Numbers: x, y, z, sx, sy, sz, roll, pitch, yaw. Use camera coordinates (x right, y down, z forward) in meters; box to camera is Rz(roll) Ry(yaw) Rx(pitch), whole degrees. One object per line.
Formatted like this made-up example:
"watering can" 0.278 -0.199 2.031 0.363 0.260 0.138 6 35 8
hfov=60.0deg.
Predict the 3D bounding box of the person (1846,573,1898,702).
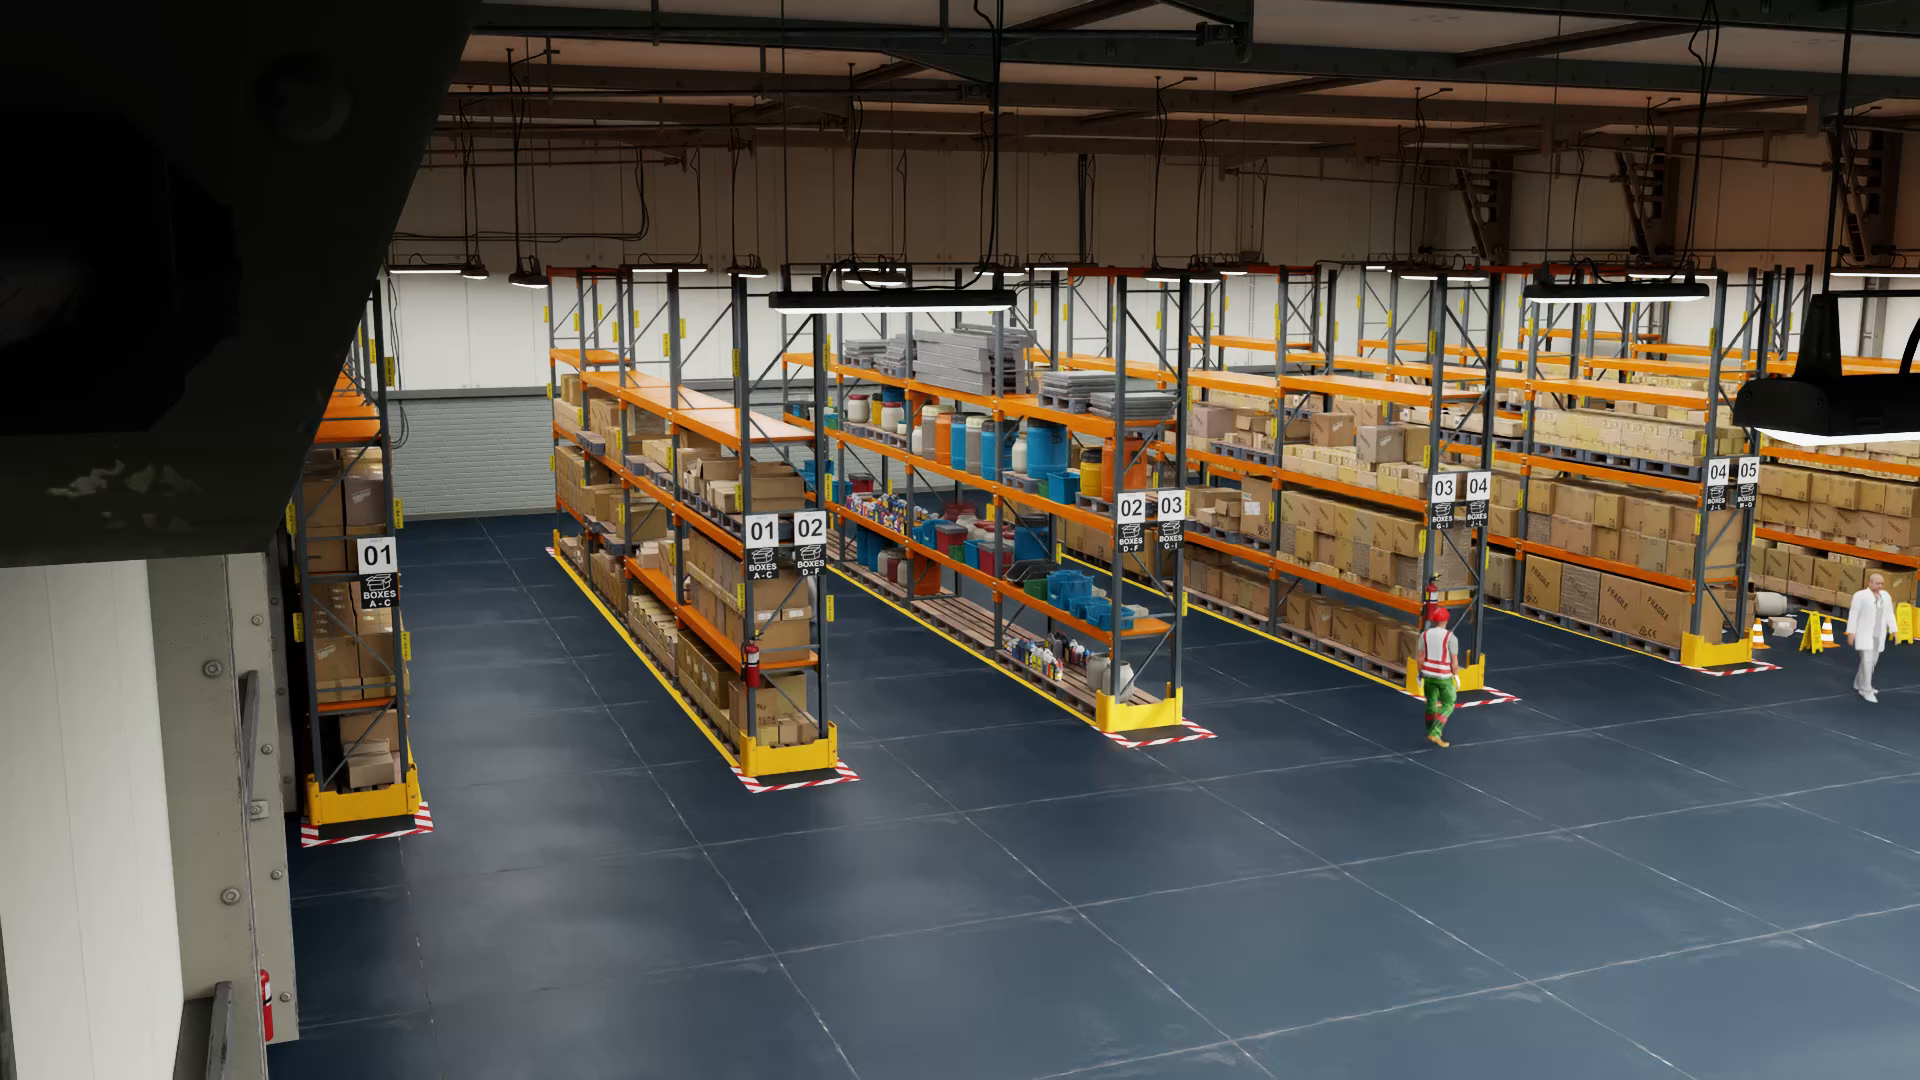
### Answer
"person" 13.019 1.378 23.732 0.651 1.827 0.658 -1 10 -6

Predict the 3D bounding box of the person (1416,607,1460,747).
"person" 6.175 1.757 21.472 0.576 1.787 0.759 9 13 41

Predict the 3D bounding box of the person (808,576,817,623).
"person" -2.455 0.537 27.507 0.505 1.543 0.987 -9 13 -42
